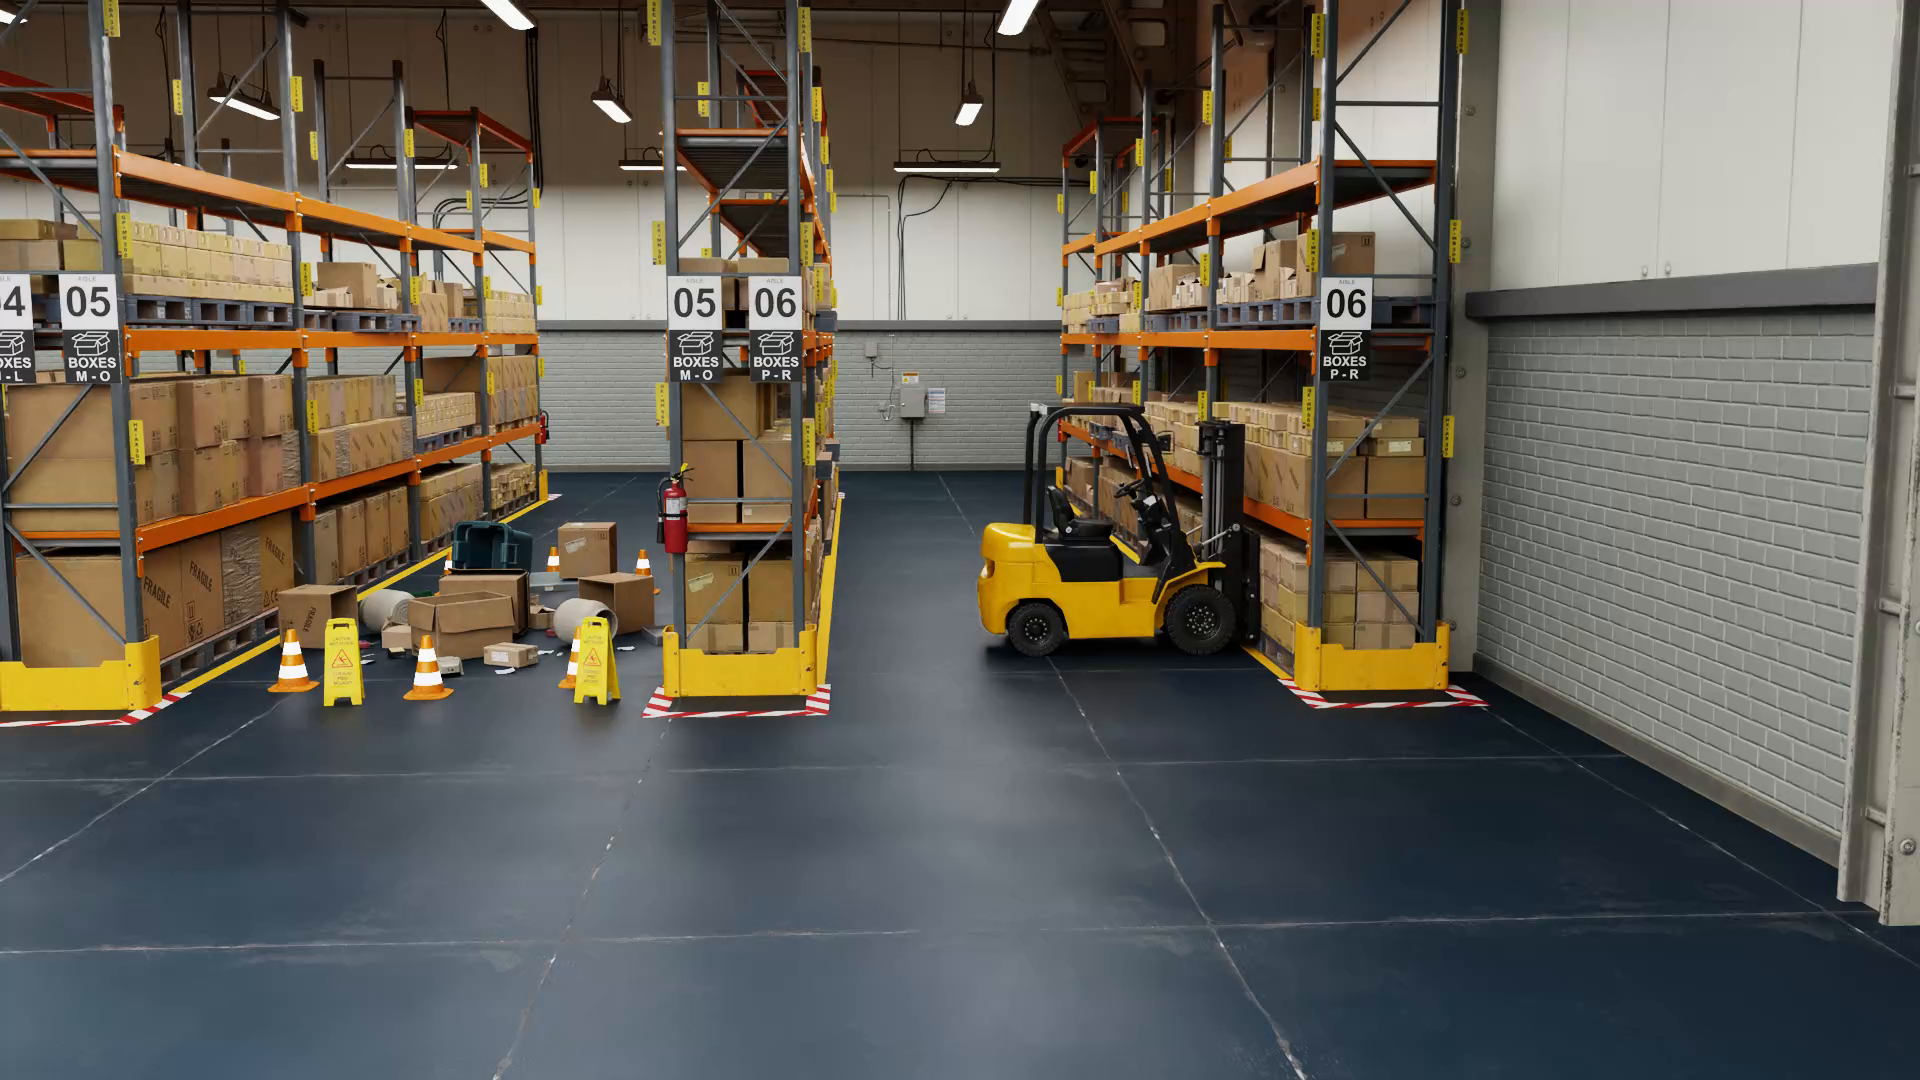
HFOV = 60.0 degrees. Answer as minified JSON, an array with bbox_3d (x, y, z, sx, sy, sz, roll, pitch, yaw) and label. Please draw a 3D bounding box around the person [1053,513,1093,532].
[{"bbox_3d":[1.107,0.192,17.289,0.816,0.934,0.466,-1,7,-4],"label":"person"}]
